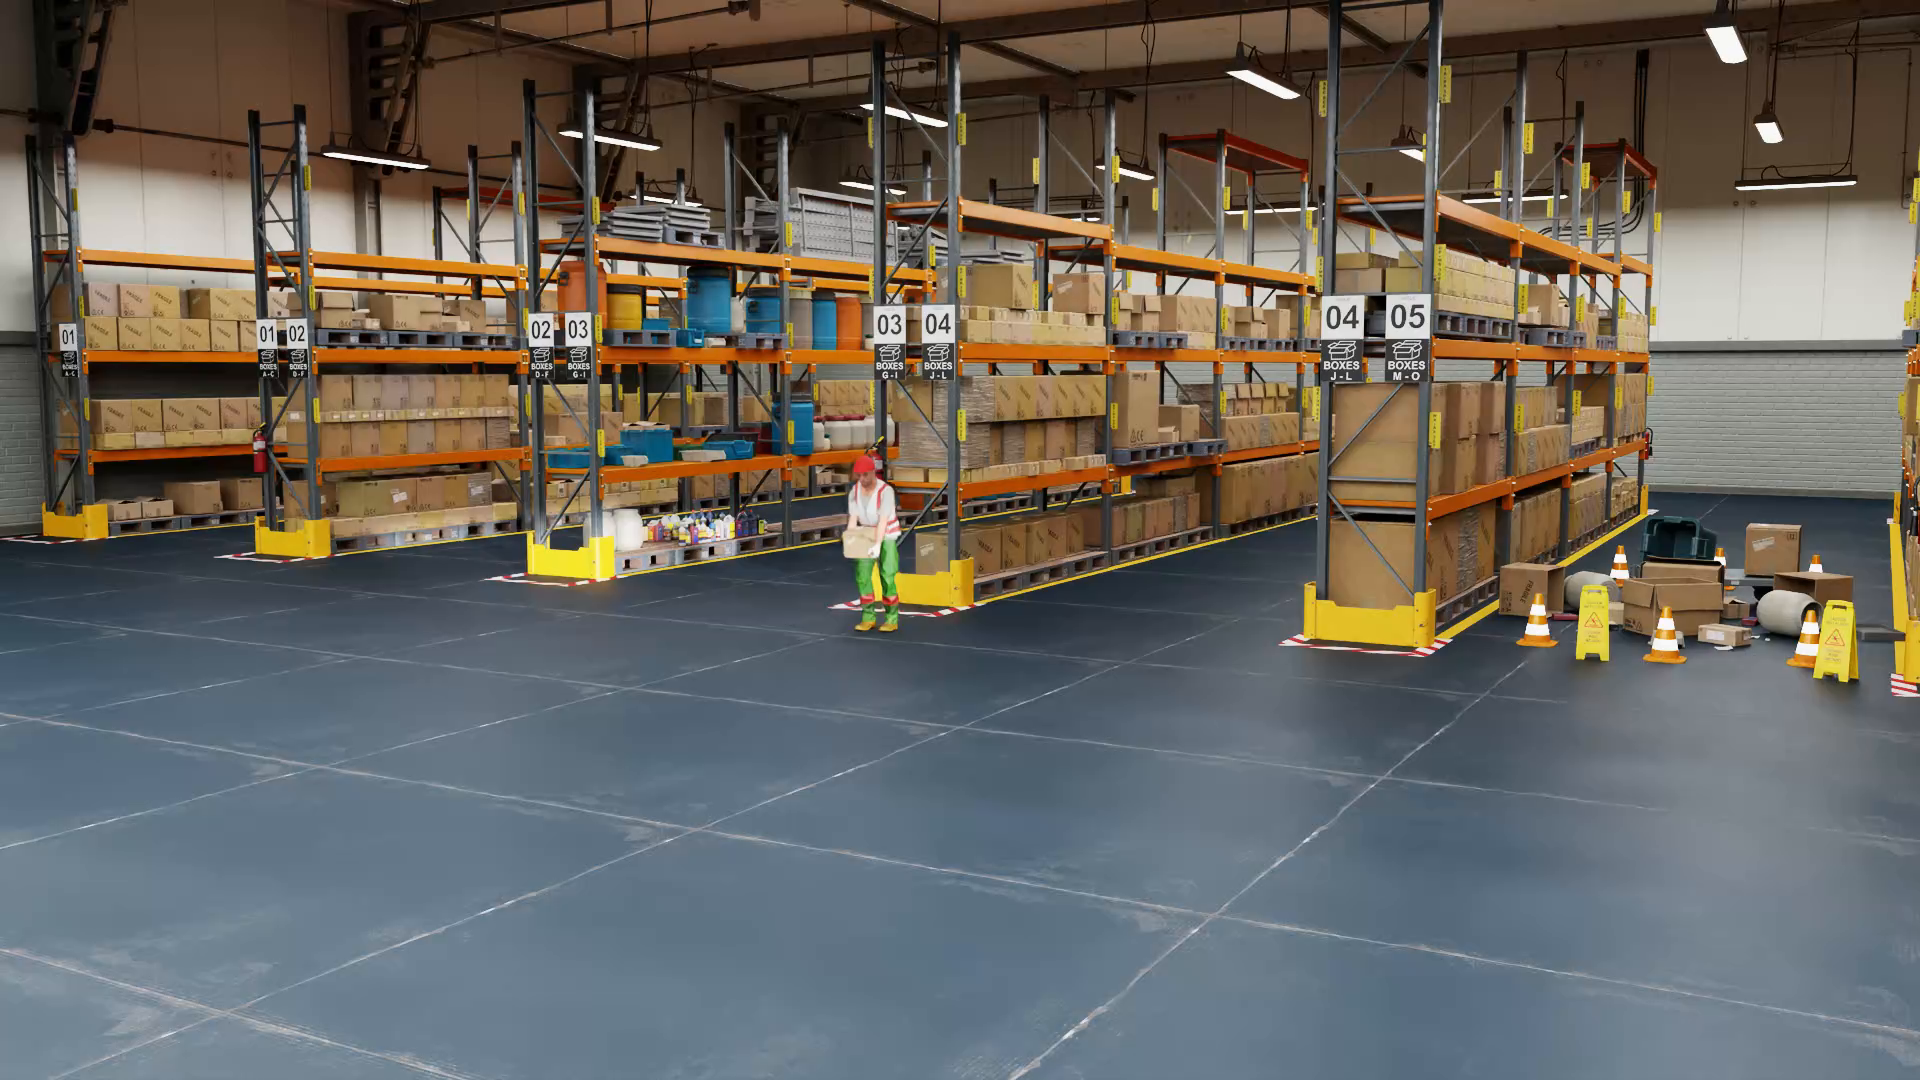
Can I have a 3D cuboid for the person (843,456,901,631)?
[{"bbox_3d":[-0.838,0.035,16.031,0.483,1.702,0.637,3,7,27],"label":"person"}]
